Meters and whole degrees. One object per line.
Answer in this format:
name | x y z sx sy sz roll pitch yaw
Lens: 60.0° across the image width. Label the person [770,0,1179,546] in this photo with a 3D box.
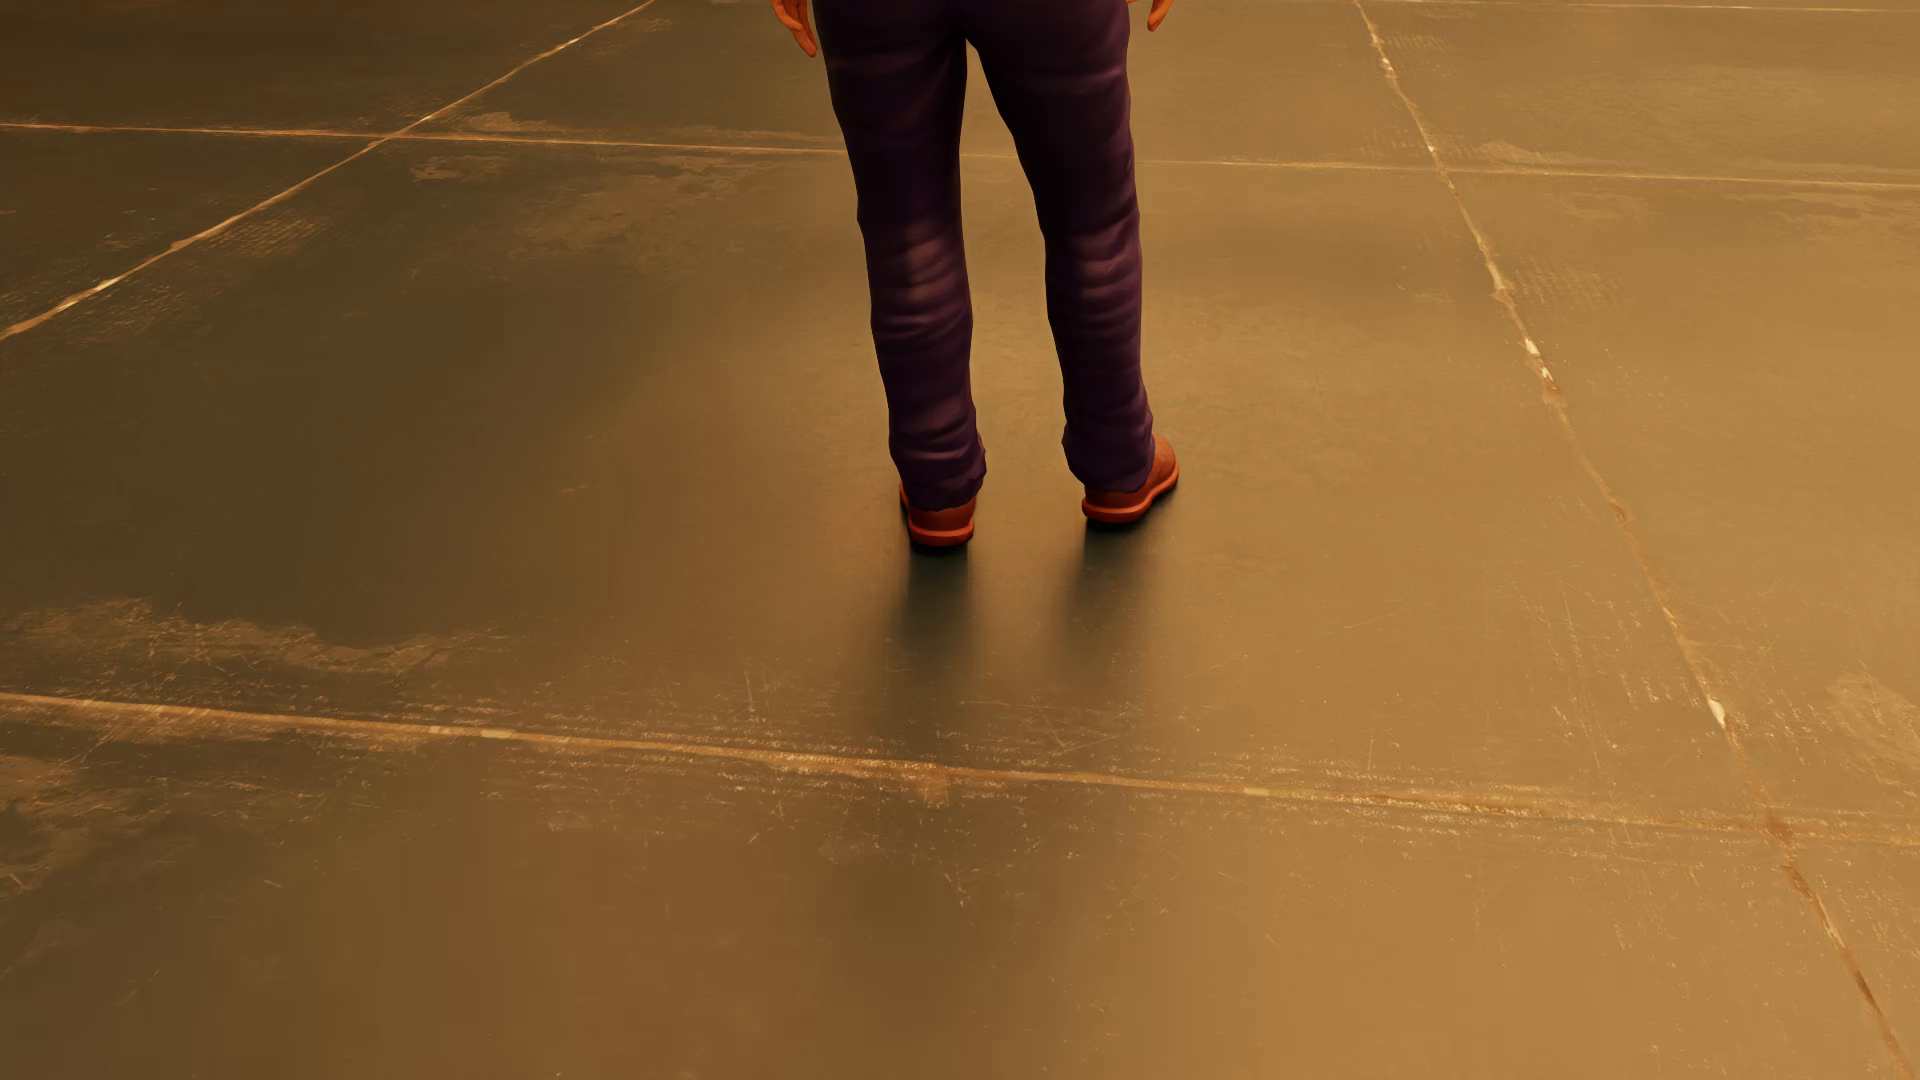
person | 0.035 -0.777 2.209 0.598 1.641 0.502 3 27 7
